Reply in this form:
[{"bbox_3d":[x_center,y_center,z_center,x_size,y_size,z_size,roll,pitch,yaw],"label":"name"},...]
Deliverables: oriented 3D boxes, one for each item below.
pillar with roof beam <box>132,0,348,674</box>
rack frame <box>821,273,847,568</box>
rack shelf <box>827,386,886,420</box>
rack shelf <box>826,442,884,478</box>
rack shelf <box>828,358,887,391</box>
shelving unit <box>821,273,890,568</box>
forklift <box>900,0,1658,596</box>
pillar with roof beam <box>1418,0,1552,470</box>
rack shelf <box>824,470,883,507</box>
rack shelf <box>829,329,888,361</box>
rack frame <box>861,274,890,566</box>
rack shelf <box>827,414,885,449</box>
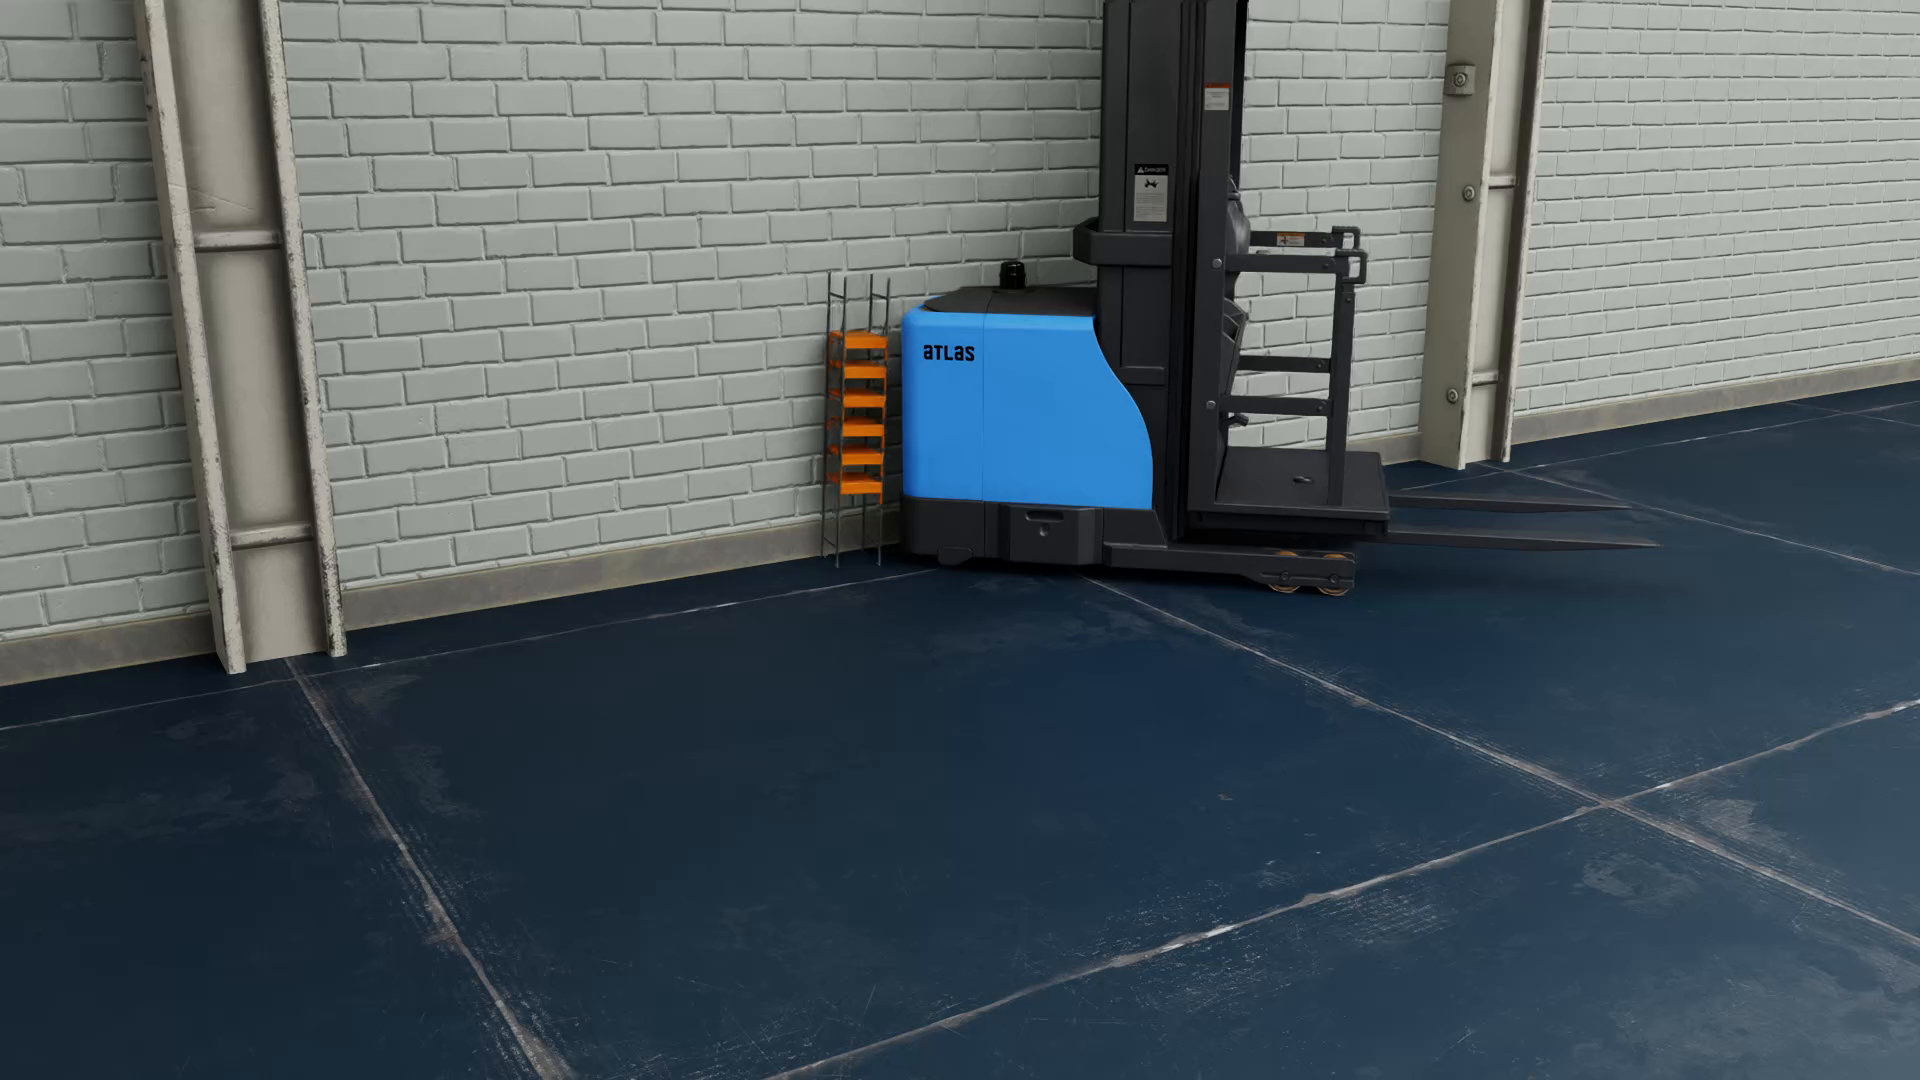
[{"bbox_3d":[-0.222,-2.935,1.207,0.400,9.000,9.100,-9,18,-30],"label":"pillar with roof beam"},{"bbox_3d":[-0.525,-0.493,6.894,0.006,1.200,0.240,-3,14,-21],"label":"rack frame"},{"bbox_3d":[-0.436,-0.570,6.910,0.180,0.103,0.258,-3,14,-21],"label":"rack shelf"},{"bbox_3d":[-0.447,-0.336,6.965,0.180,0.103,0.258,-3,14,-21],"label":"rack shelf"},{"bbox_3d":[-0.431,-0.687,6.883,0.180,0.103,0.258,-3,14,-21],"label":"rack shelf"},{"bbox_3d":[-0.439,-0.496,6.927,0.189,1.200,0.258,-3,14,-21],"label":"shelving unit"},{"bbox_3d":[1.317,-1.345,6.778,3.031,2.935,1.130,3,16,11],"label":"forklift"},{"bbox_3d":[4.921,-3.769,4.183,0.400,9.000,9.100,-9,18,-30],"label":"pillar with roof beam"},{"bbox_3d":[-0.452,-0.220,6.992,0.180,0.103,0.258,-3,14,-21],"label":"rack shelf"},{"bbox_3d":[-0.425,-0.804,6.856,0.180,0.103,0.258,-3,14,-21],"label":"rack shelf"},{"bbox_3d":[-0.354,-0.500,6.961,0.006,1.200,0.240,-3,14,-21],"label":"rack frame"},{"bbox_3d":[-0.441,-0.453,6.937,0.180,0.103,0.258,-3,14,-21],"label":"rack shelf"}]
